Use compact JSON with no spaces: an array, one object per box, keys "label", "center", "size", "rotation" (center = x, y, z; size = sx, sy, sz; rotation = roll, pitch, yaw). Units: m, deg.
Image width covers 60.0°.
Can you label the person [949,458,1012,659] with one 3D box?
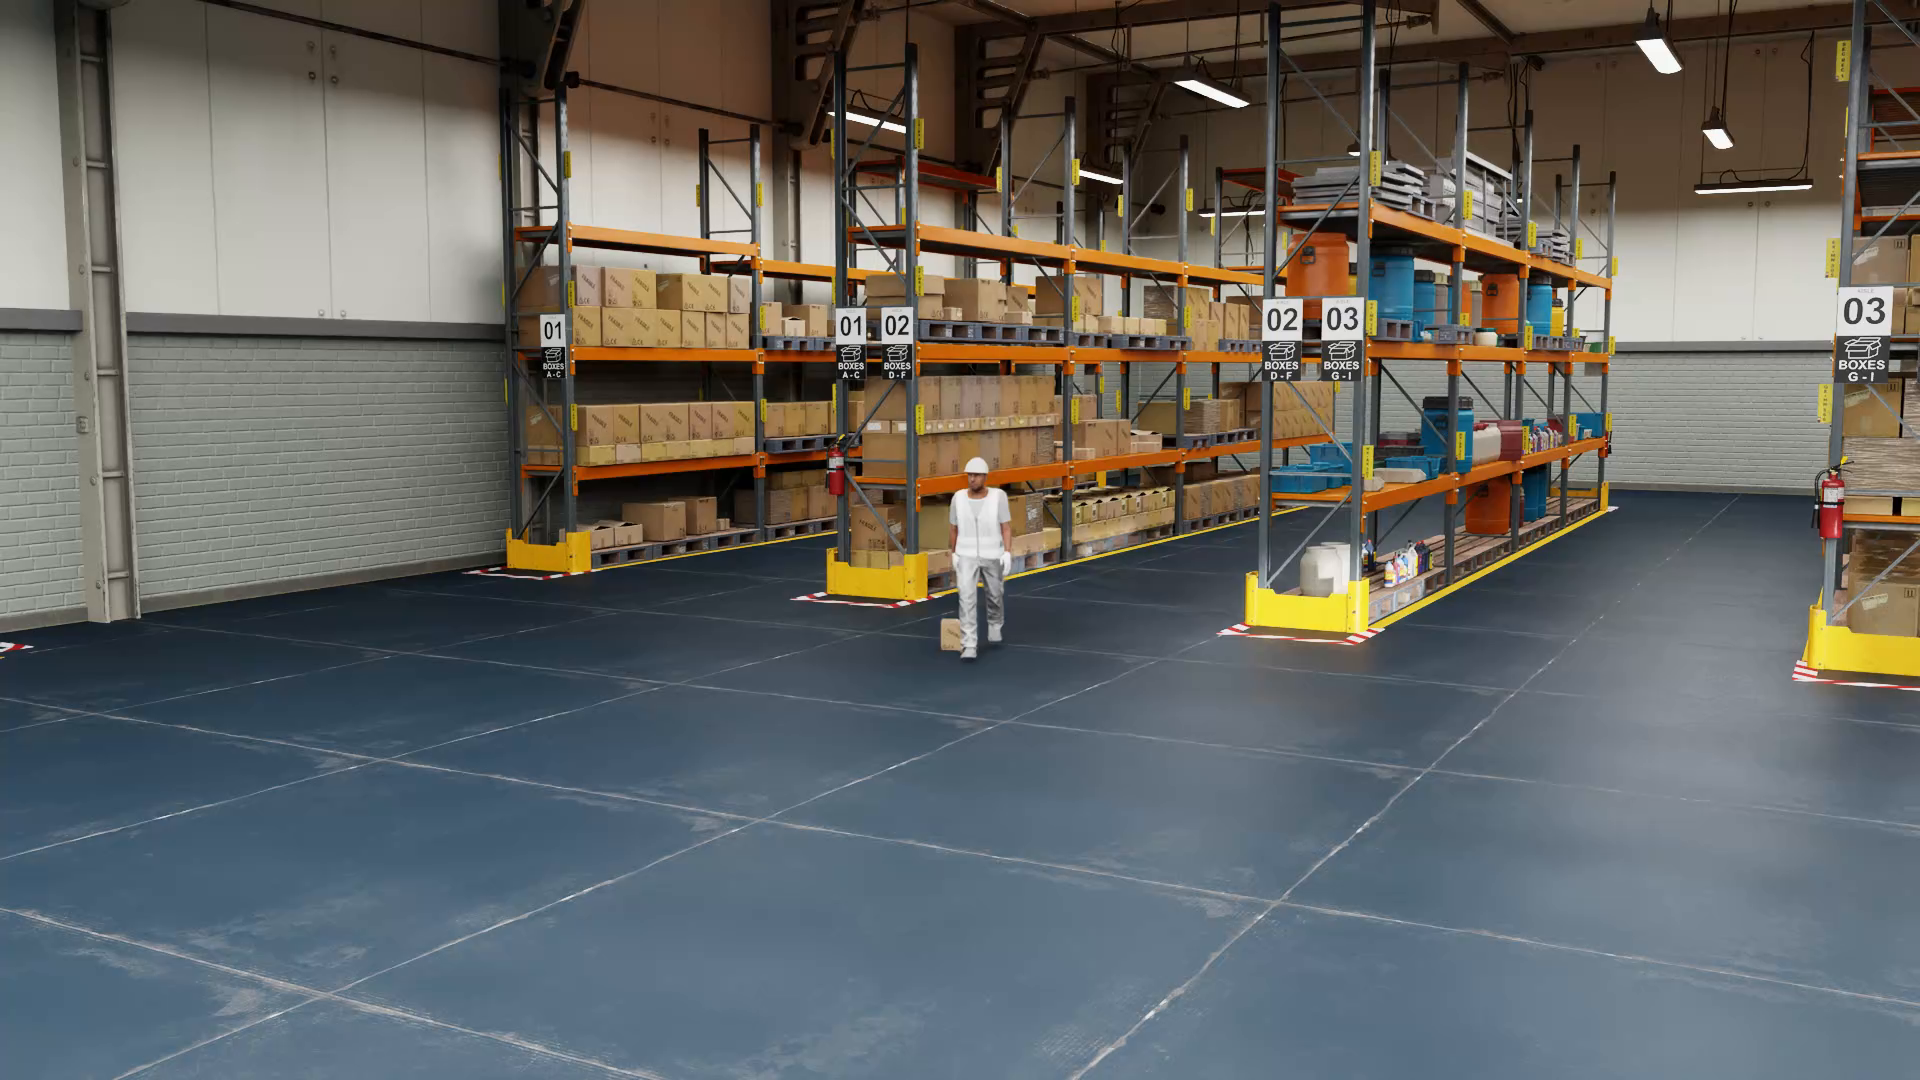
[{"label":"person","center":[0.181,0.138,14.632],"size":[0.559,1.738,1.057],"rotation":[0,6,4]}]
